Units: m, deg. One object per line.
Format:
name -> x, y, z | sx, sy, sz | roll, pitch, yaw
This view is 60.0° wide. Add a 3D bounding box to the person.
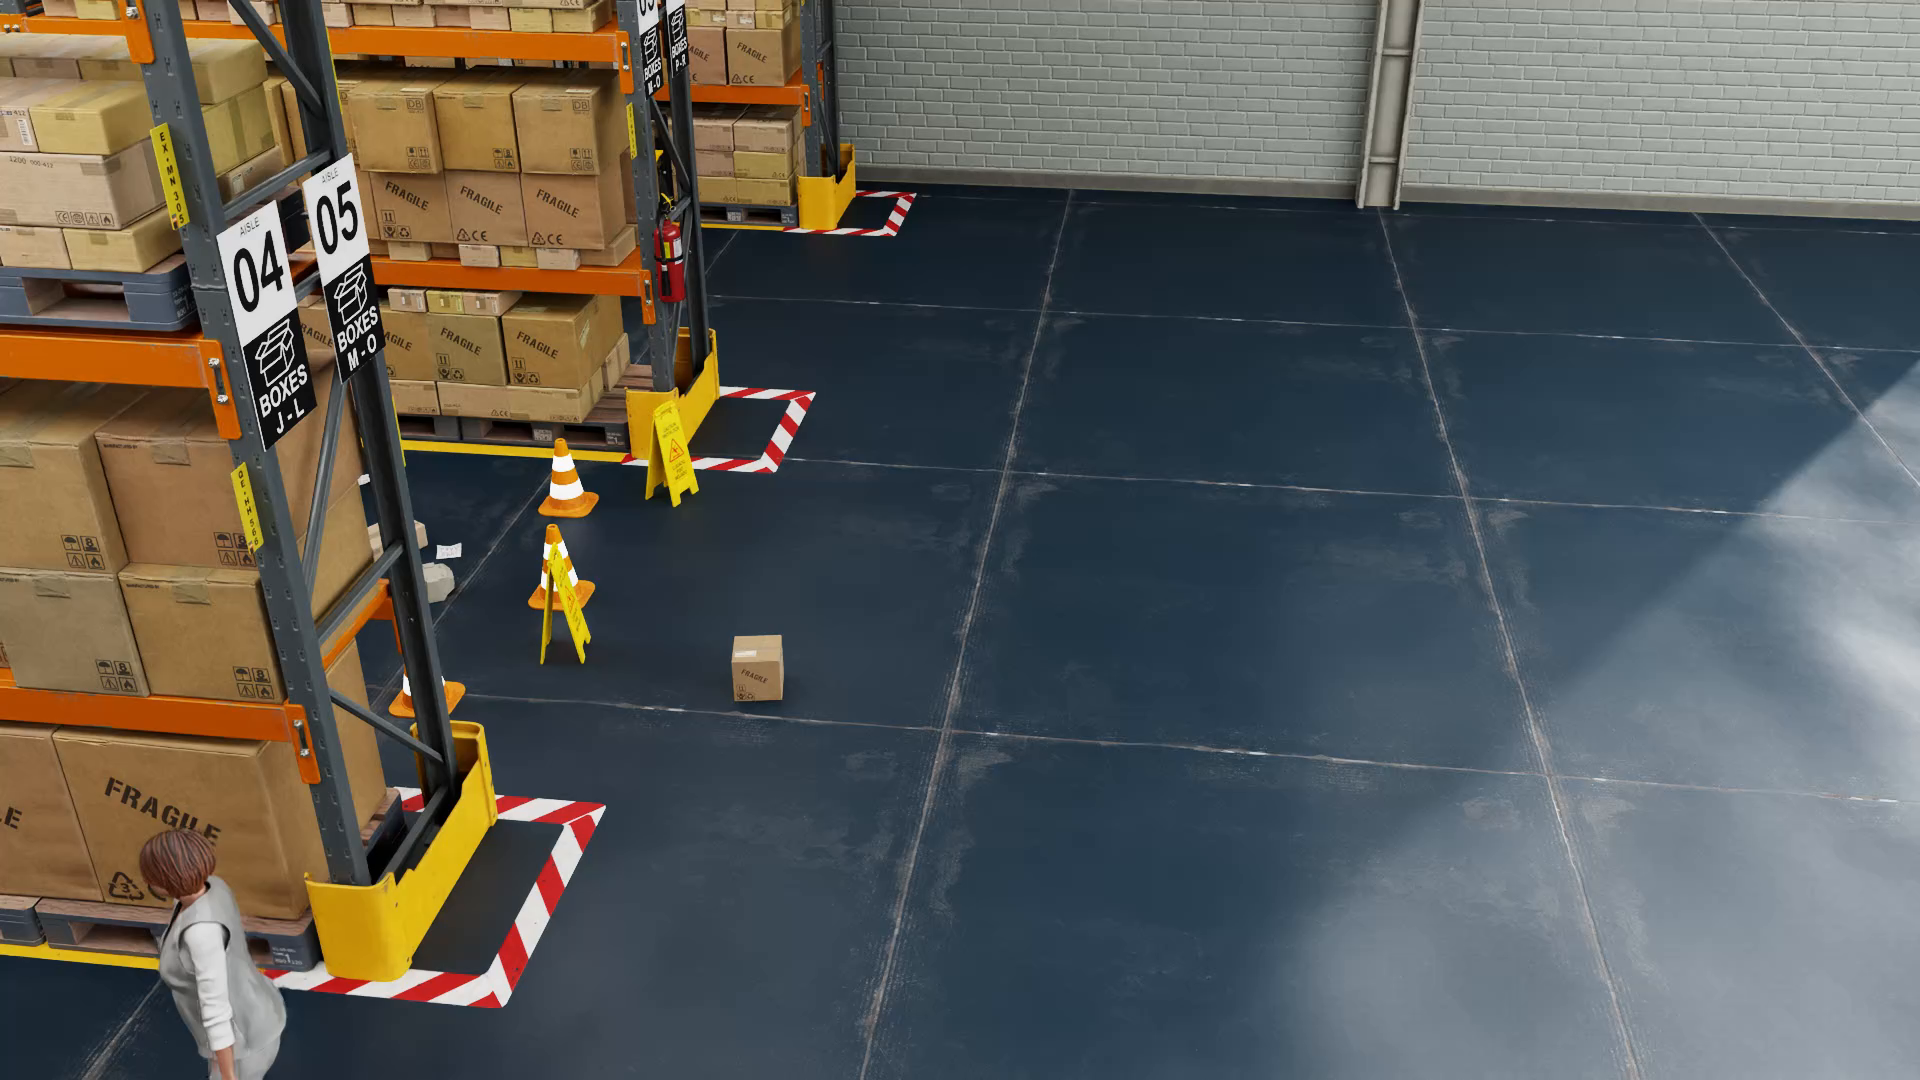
person -> -2.380, 1.669, 5.589 | 0.574, 1.561, 0.558 | -13, 31, -22
